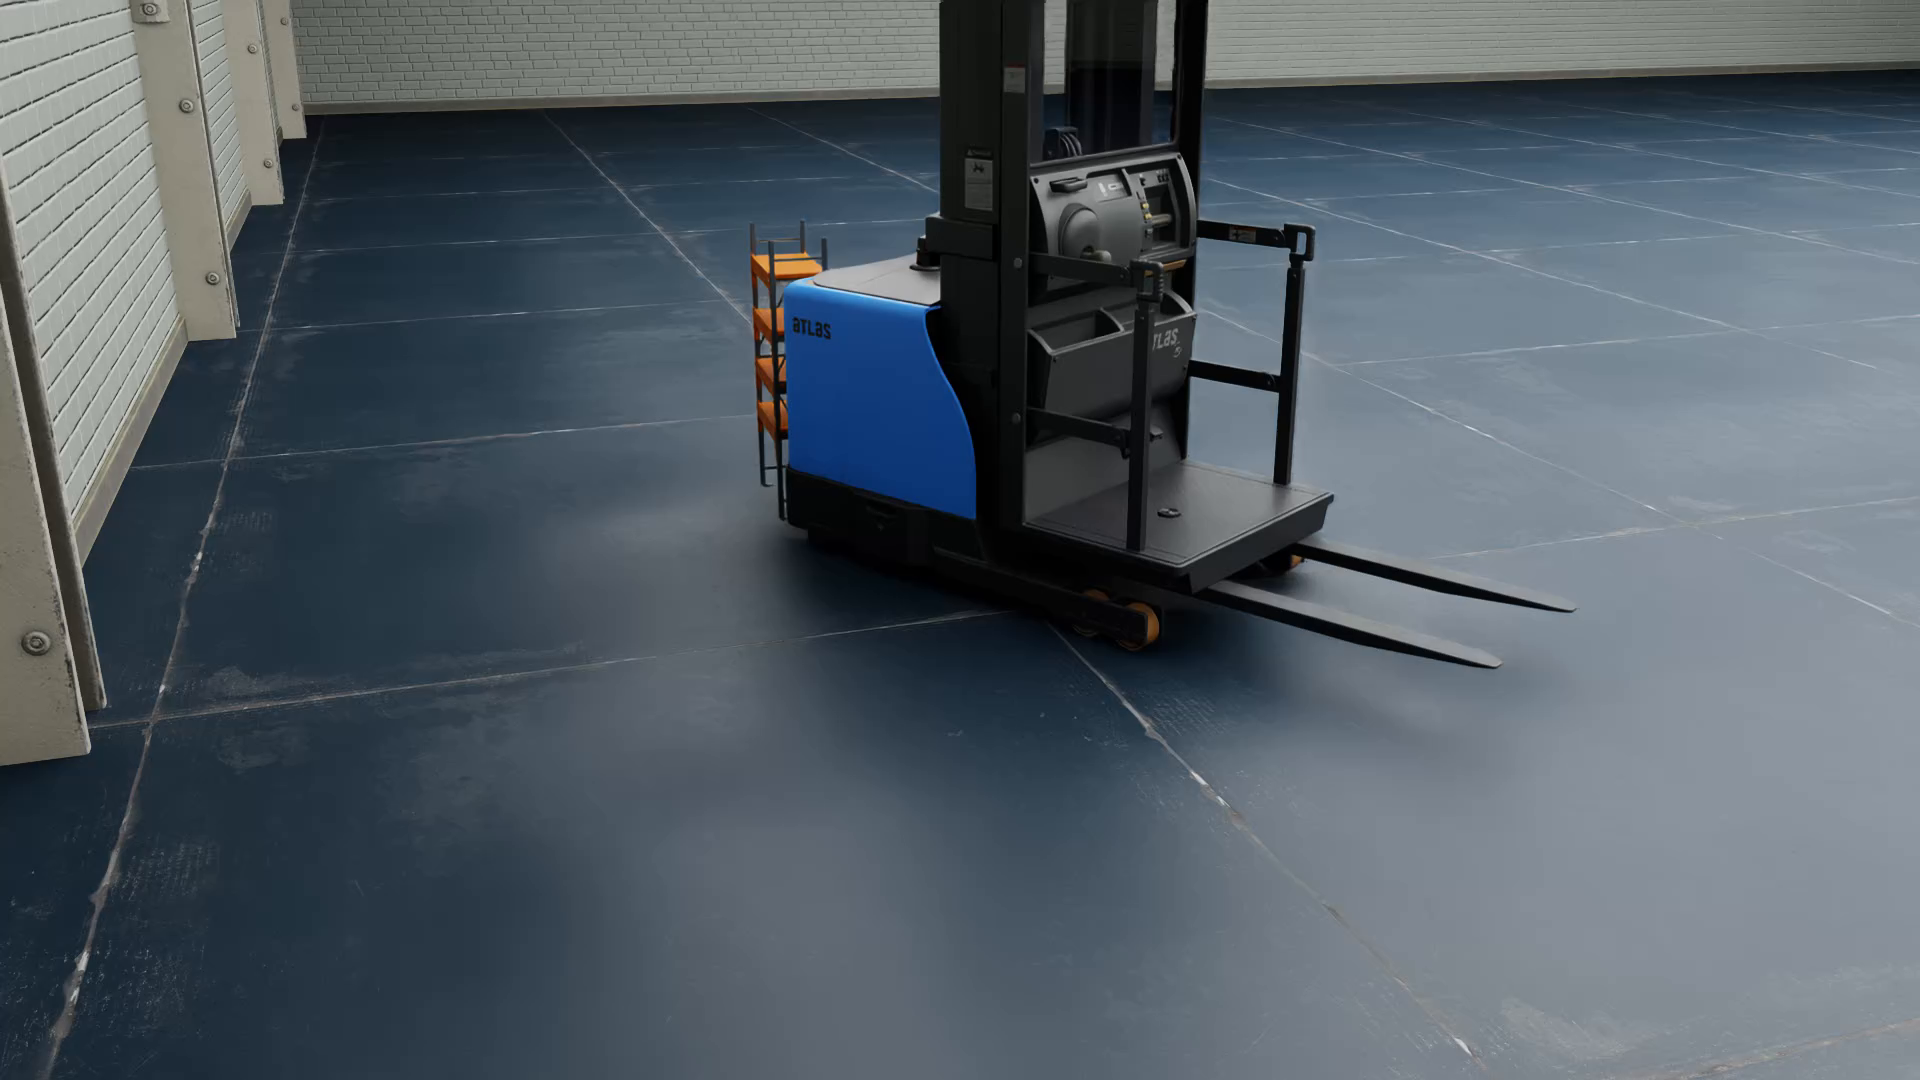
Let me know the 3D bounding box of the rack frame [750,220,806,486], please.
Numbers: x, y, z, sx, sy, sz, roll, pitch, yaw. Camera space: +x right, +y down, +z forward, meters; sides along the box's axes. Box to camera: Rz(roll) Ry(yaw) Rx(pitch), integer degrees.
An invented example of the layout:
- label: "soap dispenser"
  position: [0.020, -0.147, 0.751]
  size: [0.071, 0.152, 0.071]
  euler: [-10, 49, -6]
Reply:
- label: "rack frame"
  position: [-0.795, -0.822, 7.431]
  size: [0.240, 1.200, 0.015]
  euler: [-5, 20, -15]

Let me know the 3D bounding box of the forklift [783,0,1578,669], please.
- label: "forklift"
  position: [0.728, -1.192, 5.899]
  size: [3.031, 2.935, 1.130]
  euler: [16, 25, 38]

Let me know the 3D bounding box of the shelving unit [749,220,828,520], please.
- label: "shelving unit"
  position: [-0.729, -0.743, 7.210]
  size: [0.258, 1.200, 0.503]
  euler: [-5, 20, -15]

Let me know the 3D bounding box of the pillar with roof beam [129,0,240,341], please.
- label: "pillar with roof beam"
  position: [-0.676, -6.010, 10.336]
  size: [9.100, 9.000, 0.400]
  euler: [-6, 21, -17]

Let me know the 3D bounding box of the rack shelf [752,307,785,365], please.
- label: "rack shelf"
  position: [-0.729, -0.890, 7.157]
  size: [0.258, 0.148, 0.480]
  euler: [-5, 20, -15]

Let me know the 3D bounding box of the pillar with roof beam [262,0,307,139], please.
- label: "pillar with roof beam"
  position: [-4.448, -9.860, 21.057]
  size: [9.100, 9.000, 0.400]
  euler: [-6, 21, -17]

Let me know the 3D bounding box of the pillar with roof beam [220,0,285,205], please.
- label: "pillar with roof beam"
  position: [-2.562, -7.935, 15.696]
  size: [9.100, 9.000, 0.400]
  euler: [-6, 21, -17]

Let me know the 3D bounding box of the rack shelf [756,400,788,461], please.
- label: "rack shelf"
  position: [-0.729, -0.493, 7.300]
  size: [0.258, 0.148, 0.480]
  euler: [-5, 20, -15]

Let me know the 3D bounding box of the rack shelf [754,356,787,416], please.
- label: "rack shelf"
  position: [-0.729, -0.680, 7.233]
  size: [0.258, 0.148, 0.480]
  euler: [-5, 20, -15]

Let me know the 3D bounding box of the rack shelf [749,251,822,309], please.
- label: "rack shelf"
  position: [-0.729, -1.113, 7.077]
  size: [0.258, 0.148, 0.480]
  euler: [-5, 20, -15]

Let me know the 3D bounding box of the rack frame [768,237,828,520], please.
- label: "rack frame"
  position: [-0.663, -0.664, 6.989]
  size: [0.240, 1.200, 0.015]
  euler: [-5, 20, -15]
